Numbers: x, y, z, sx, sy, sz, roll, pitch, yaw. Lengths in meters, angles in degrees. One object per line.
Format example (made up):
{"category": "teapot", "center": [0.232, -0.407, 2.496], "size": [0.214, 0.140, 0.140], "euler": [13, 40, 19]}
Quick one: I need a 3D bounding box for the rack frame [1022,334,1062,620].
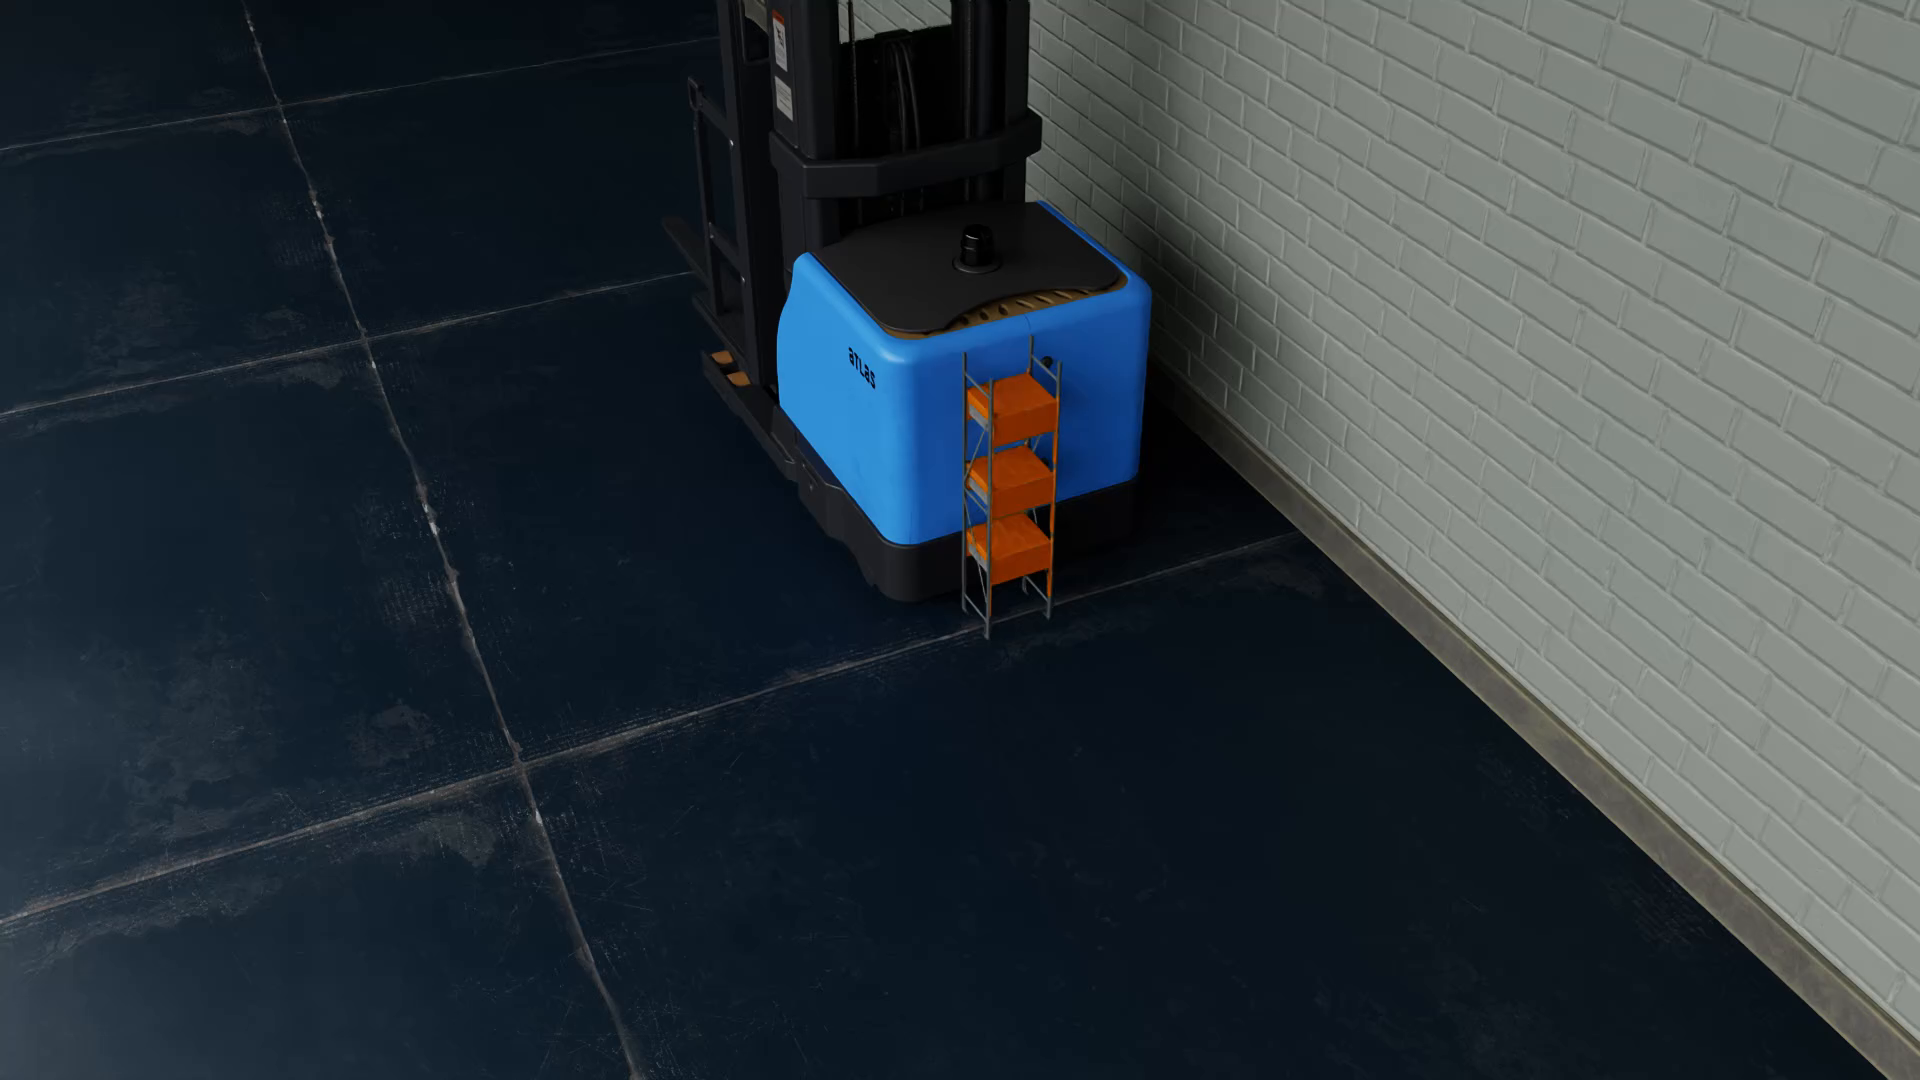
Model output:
{"category": "rack frame", "center": [0.273, -0.192, 5.627], "size": [0.008, 1.050, 0.200], "euler": [-17, 40, -21]}

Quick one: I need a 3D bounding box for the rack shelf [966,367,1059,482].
{"category": "rack shelf", "center": [0.165, -0.378, 5.419], "size": [0.240, 0.259, 0.215], "euler": [-17, 40, -21]}

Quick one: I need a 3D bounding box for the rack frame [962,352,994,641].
{"category": "rack frame", "center": [0.056, -0.126, 5.538], "size": [0.008, 1.050, 0.200], "euler": [-17, 40, -21]}

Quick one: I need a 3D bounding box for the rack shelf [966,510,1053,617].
{"category": "rack shelf", "center": [0.164, 0.073, 5.754], "size": [0.240, 0.259, 0.215], "euler": [-17, 40, -21]}

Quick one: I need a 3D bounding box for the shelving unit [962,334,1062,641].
{"category": "shelving unit", "center": [0.164, -0.159, 5.582], "size": [0.252, 1.050, 0.215], "euler": [-17, 40, -21]}

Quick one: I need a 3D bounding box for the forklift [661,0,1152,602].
{"category": "forklift", "center": [-0.445, -1.825, 6.250], "size": [1.130, 2.935, 3.031], "euler": [-17, 40, -21]}

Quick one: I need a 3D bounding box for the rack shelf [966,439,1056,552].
{"category": "rack shelf", "center": [0.164, -0.150, 5.588], "size": [0.240, 0.259, 0.215], "euler": [-17, 40, -21]}
